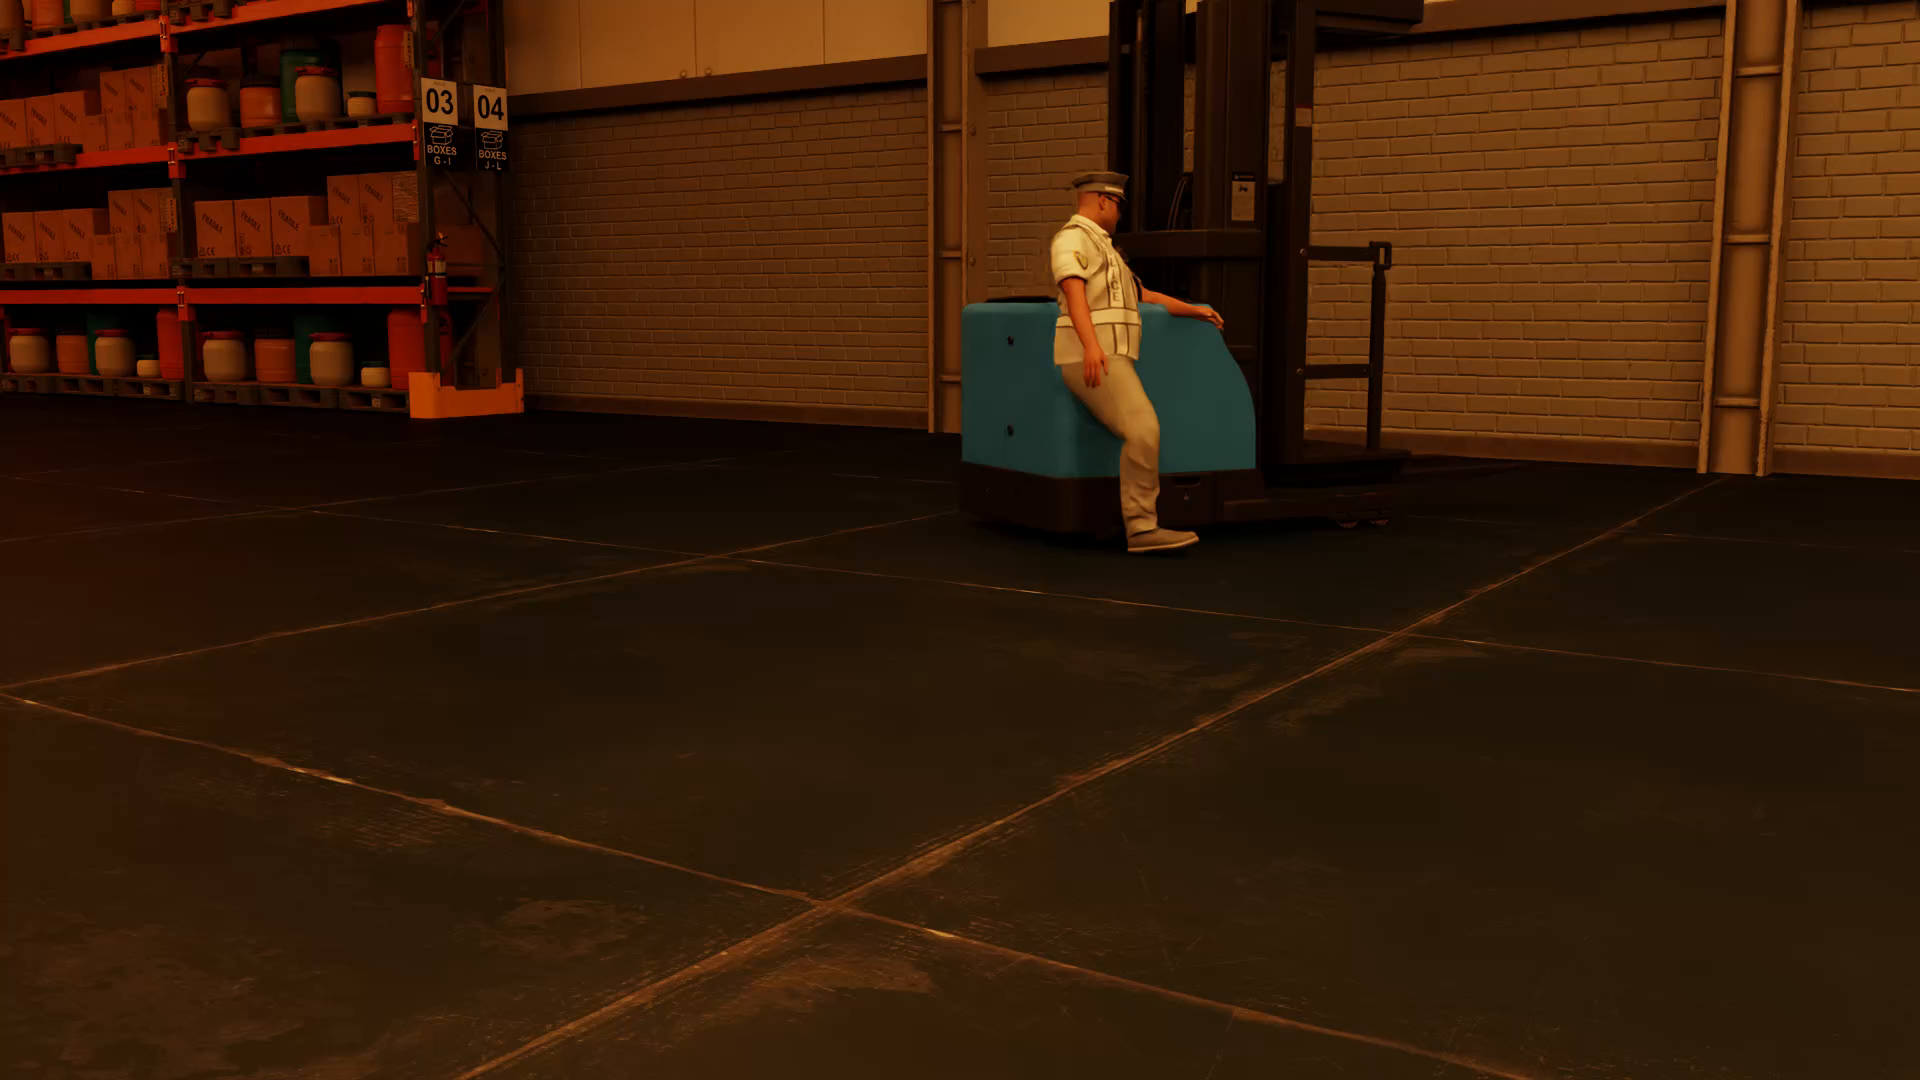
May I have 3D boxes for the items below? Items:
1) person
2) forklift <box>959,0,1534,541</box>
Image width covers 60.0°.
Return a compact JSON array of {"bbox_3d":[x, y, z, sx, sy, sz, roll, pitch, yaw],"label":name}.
[{"bbox_3d":[0.701,-0.784,7.277,0.888,1.651,0.806,1,8,10],"label":"person"},{"bbox_3d":[1.542,-1.569,8.226,3.031,2.935,1.130,-4,9,-27],"label":"forklift"}]
